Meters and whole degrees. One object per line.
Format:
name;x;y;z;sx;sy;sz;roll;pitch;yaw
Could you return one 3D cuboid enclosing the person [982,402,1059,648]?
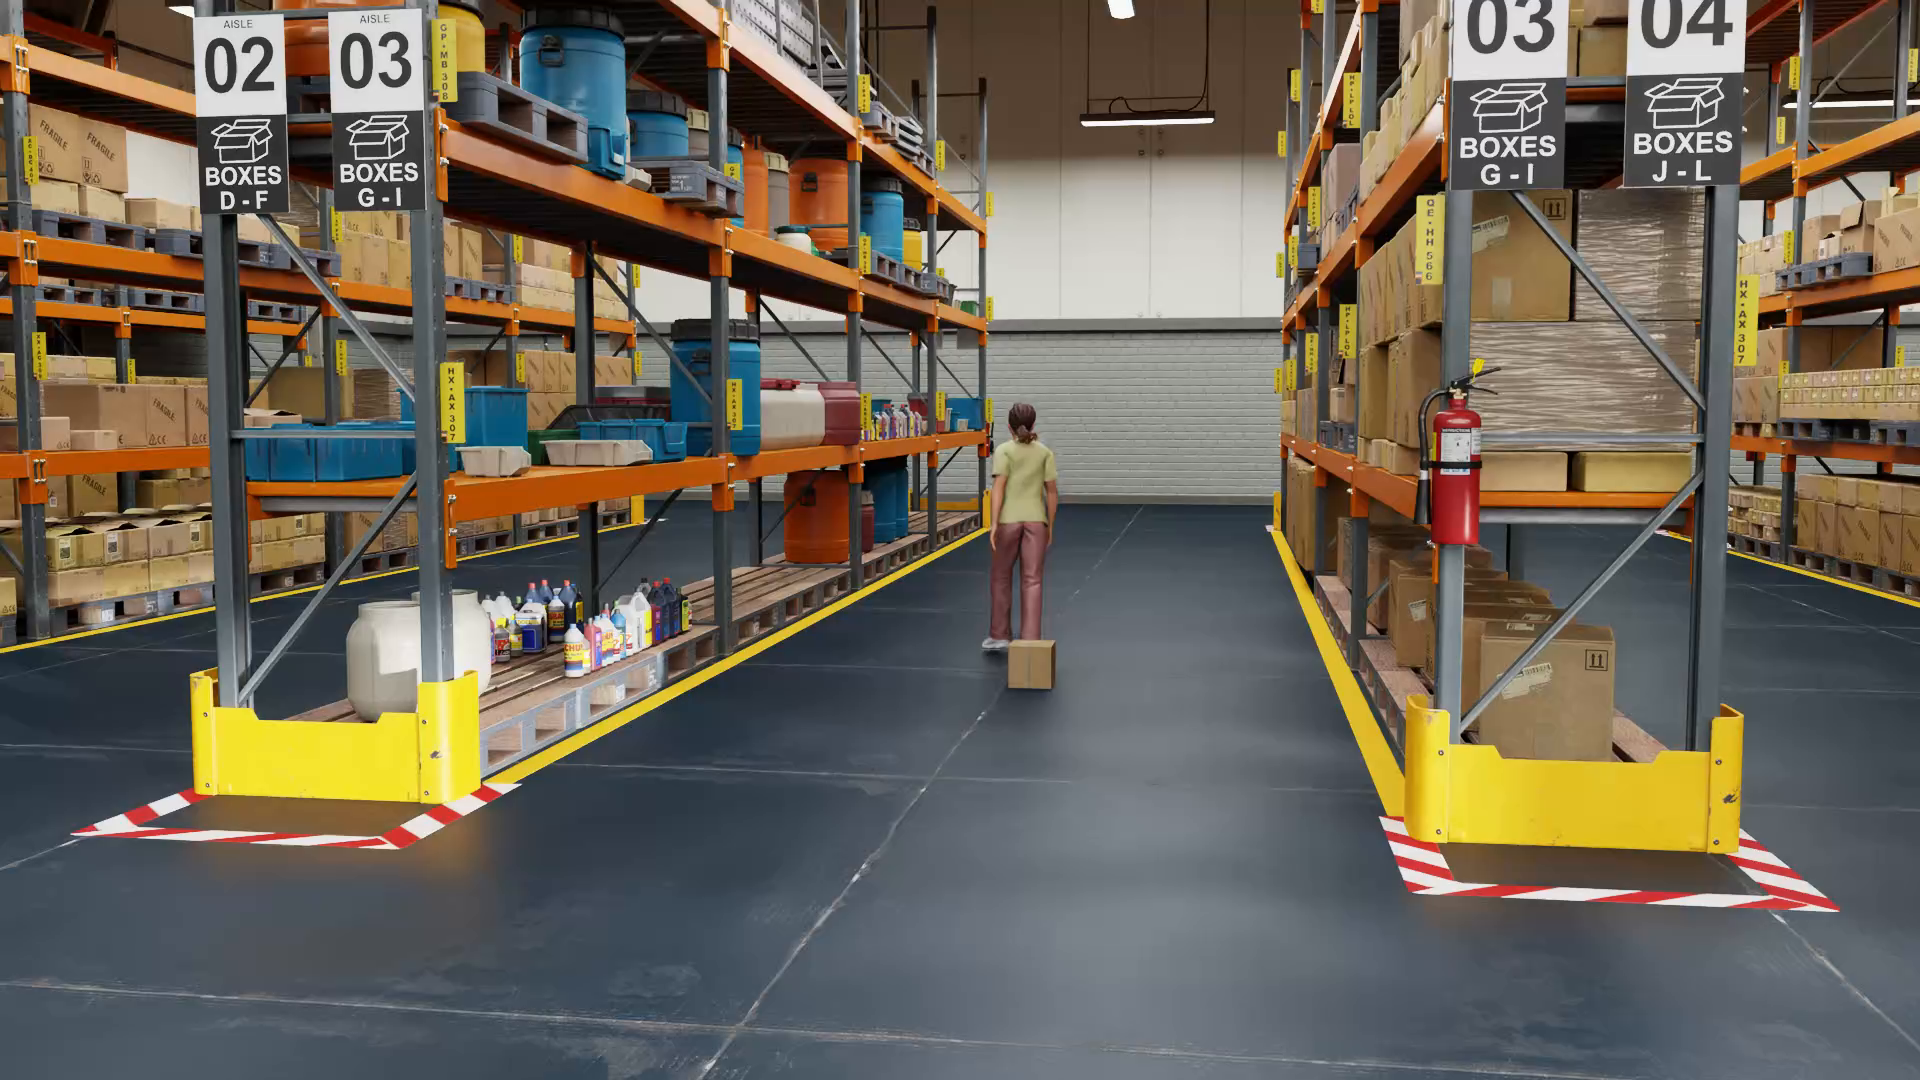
person;0.400;-0.067;10.724;0.470;1.640;0.872;-1;5;-7
